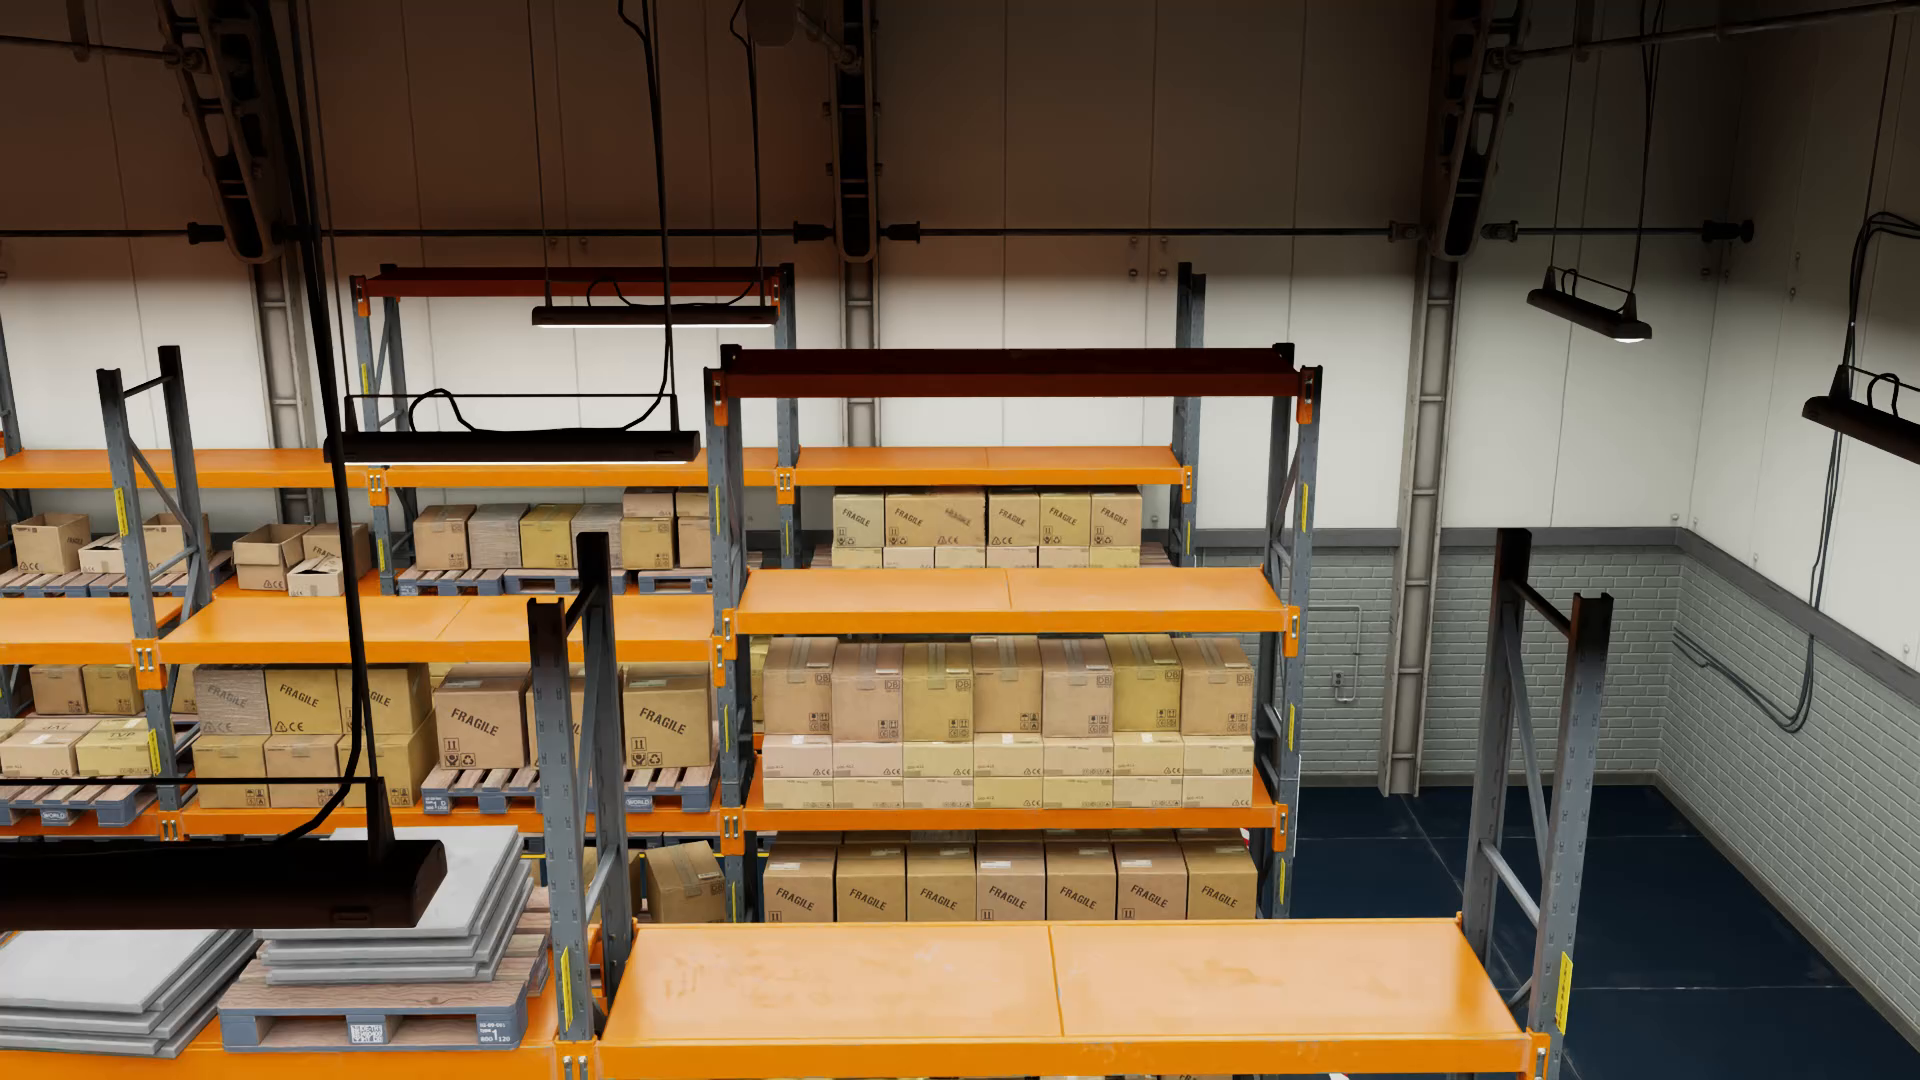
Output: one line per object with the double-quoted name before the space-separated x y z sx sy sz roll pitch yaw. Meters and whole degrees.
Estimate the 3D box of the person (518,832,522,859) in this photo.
"person" -4.175 3.088 15.076 1.038 1.575 0.521 3 16 9
